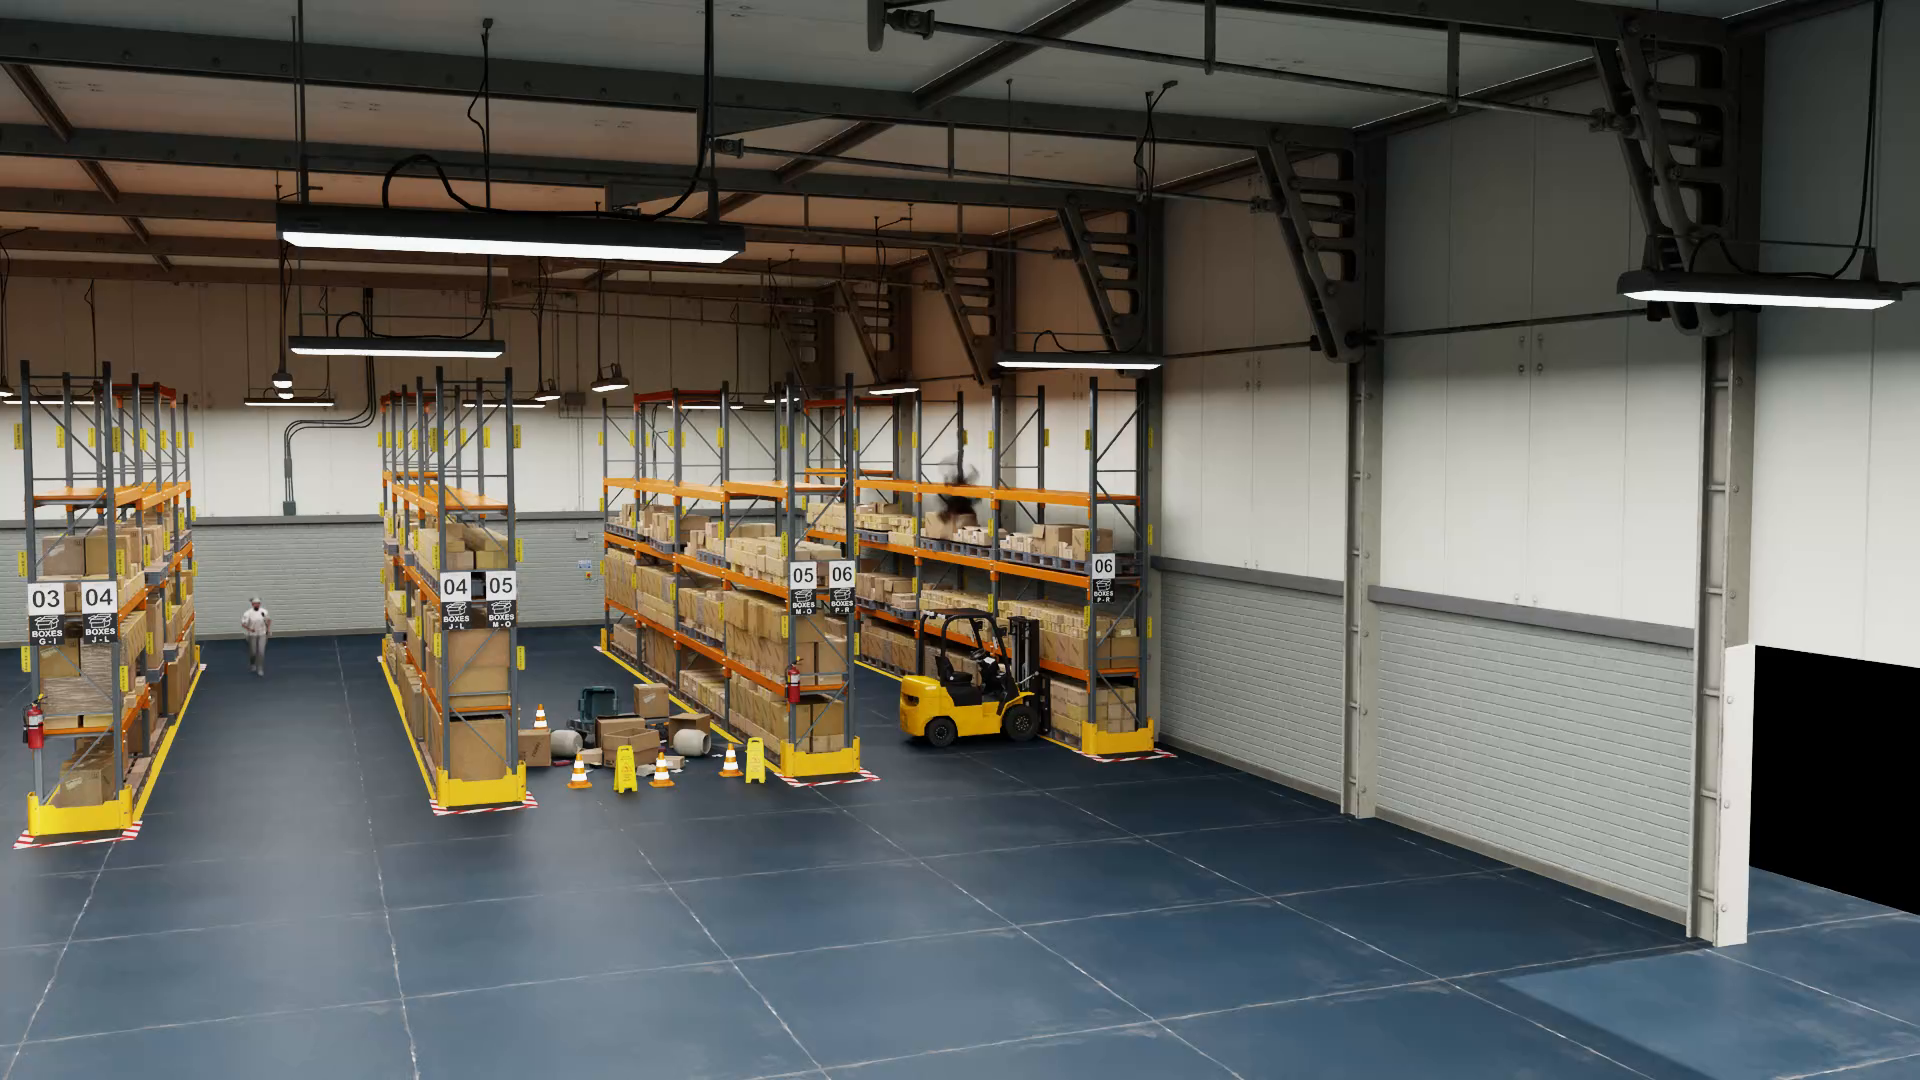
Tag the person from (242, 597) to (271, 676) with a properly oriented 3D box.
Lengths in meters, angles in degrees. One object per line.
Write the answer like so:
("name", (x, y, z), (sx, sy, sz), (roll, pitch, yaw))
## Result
("person", (-14.981, 2.032, 35.445), (0.601, 1.677, 0.729), (-2, 4, -29))
